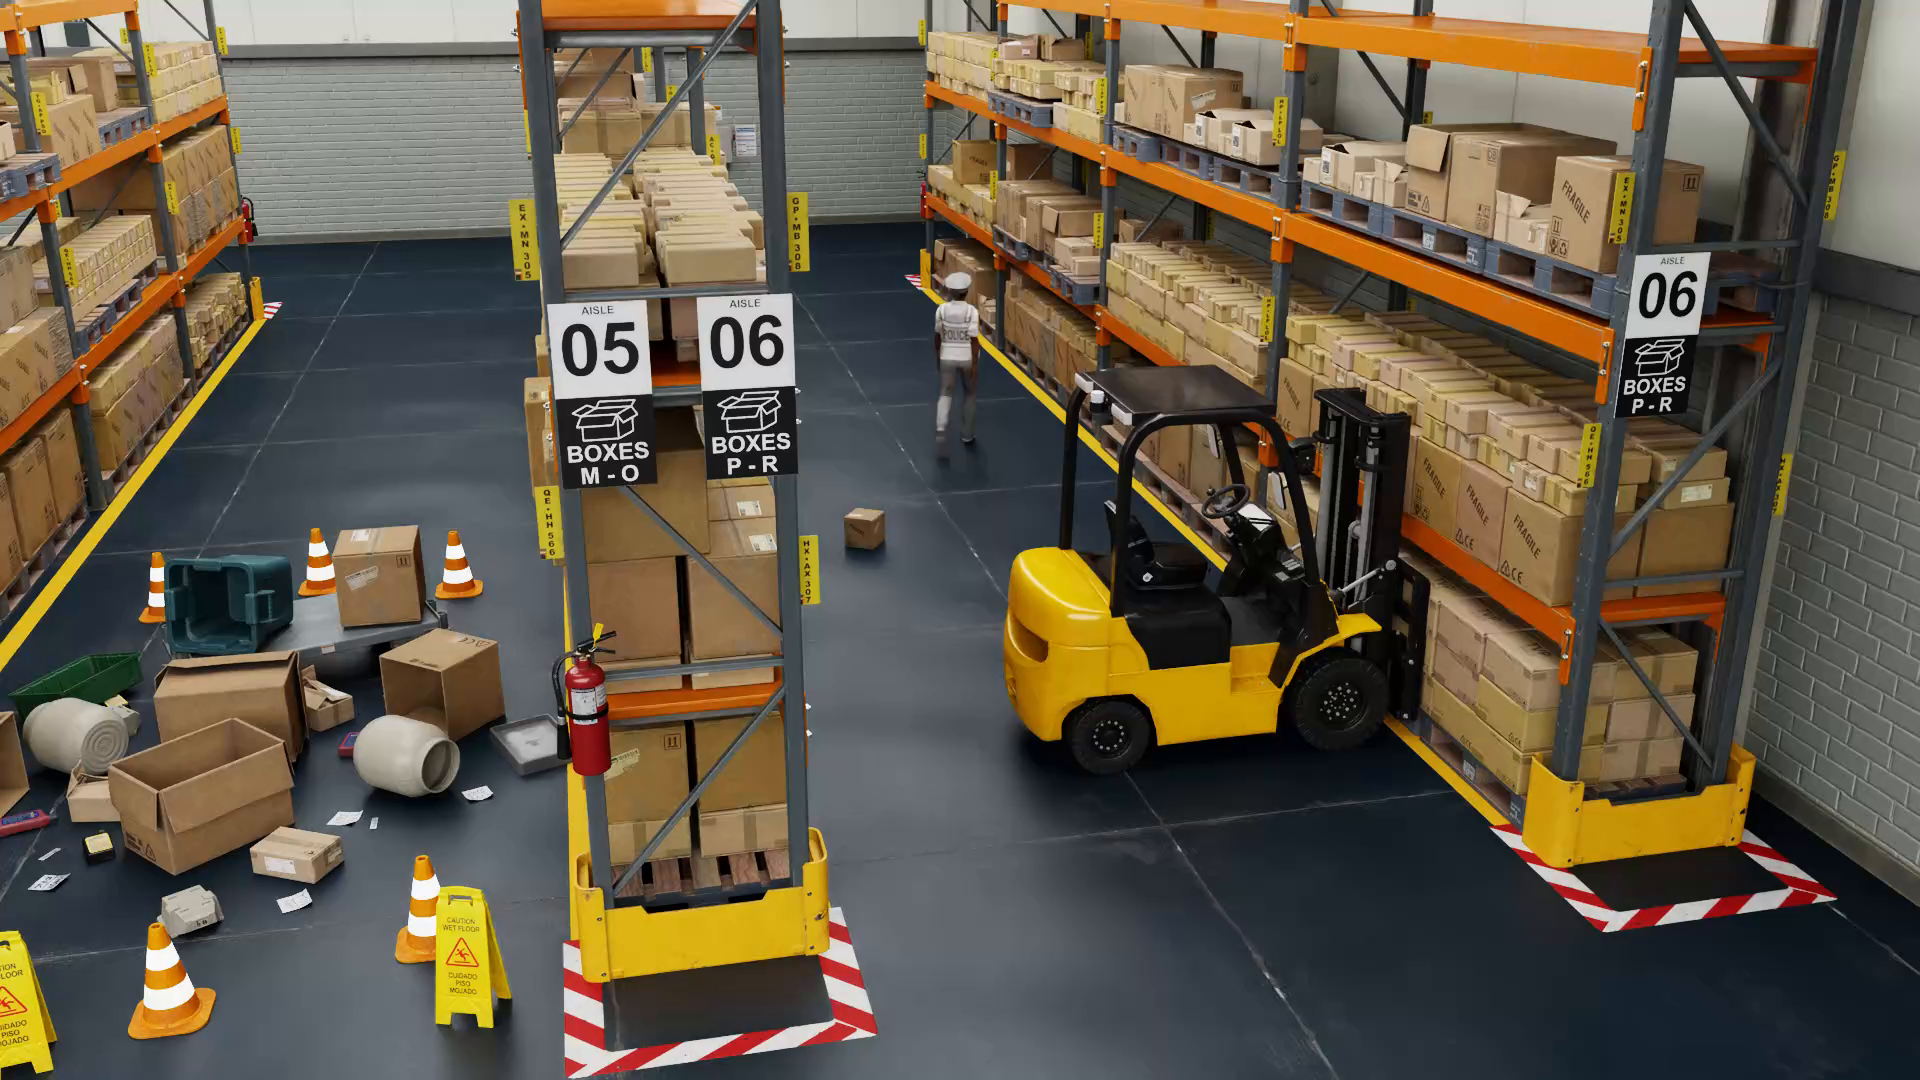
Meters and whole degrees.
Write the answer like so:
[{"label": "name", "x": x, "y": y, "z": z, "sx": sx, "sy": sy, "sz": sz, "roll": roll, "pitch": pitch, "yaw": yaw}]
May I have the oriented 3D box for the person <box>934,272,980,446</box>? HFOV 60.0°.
[{"label": "person", "x": -0.029, "y": -1.697, "z": 15.726, "sx": 0.443, "sy": 1.664, "sz": 0.775, "roll": 3, "pitch": 20, "yaw": 8}]
